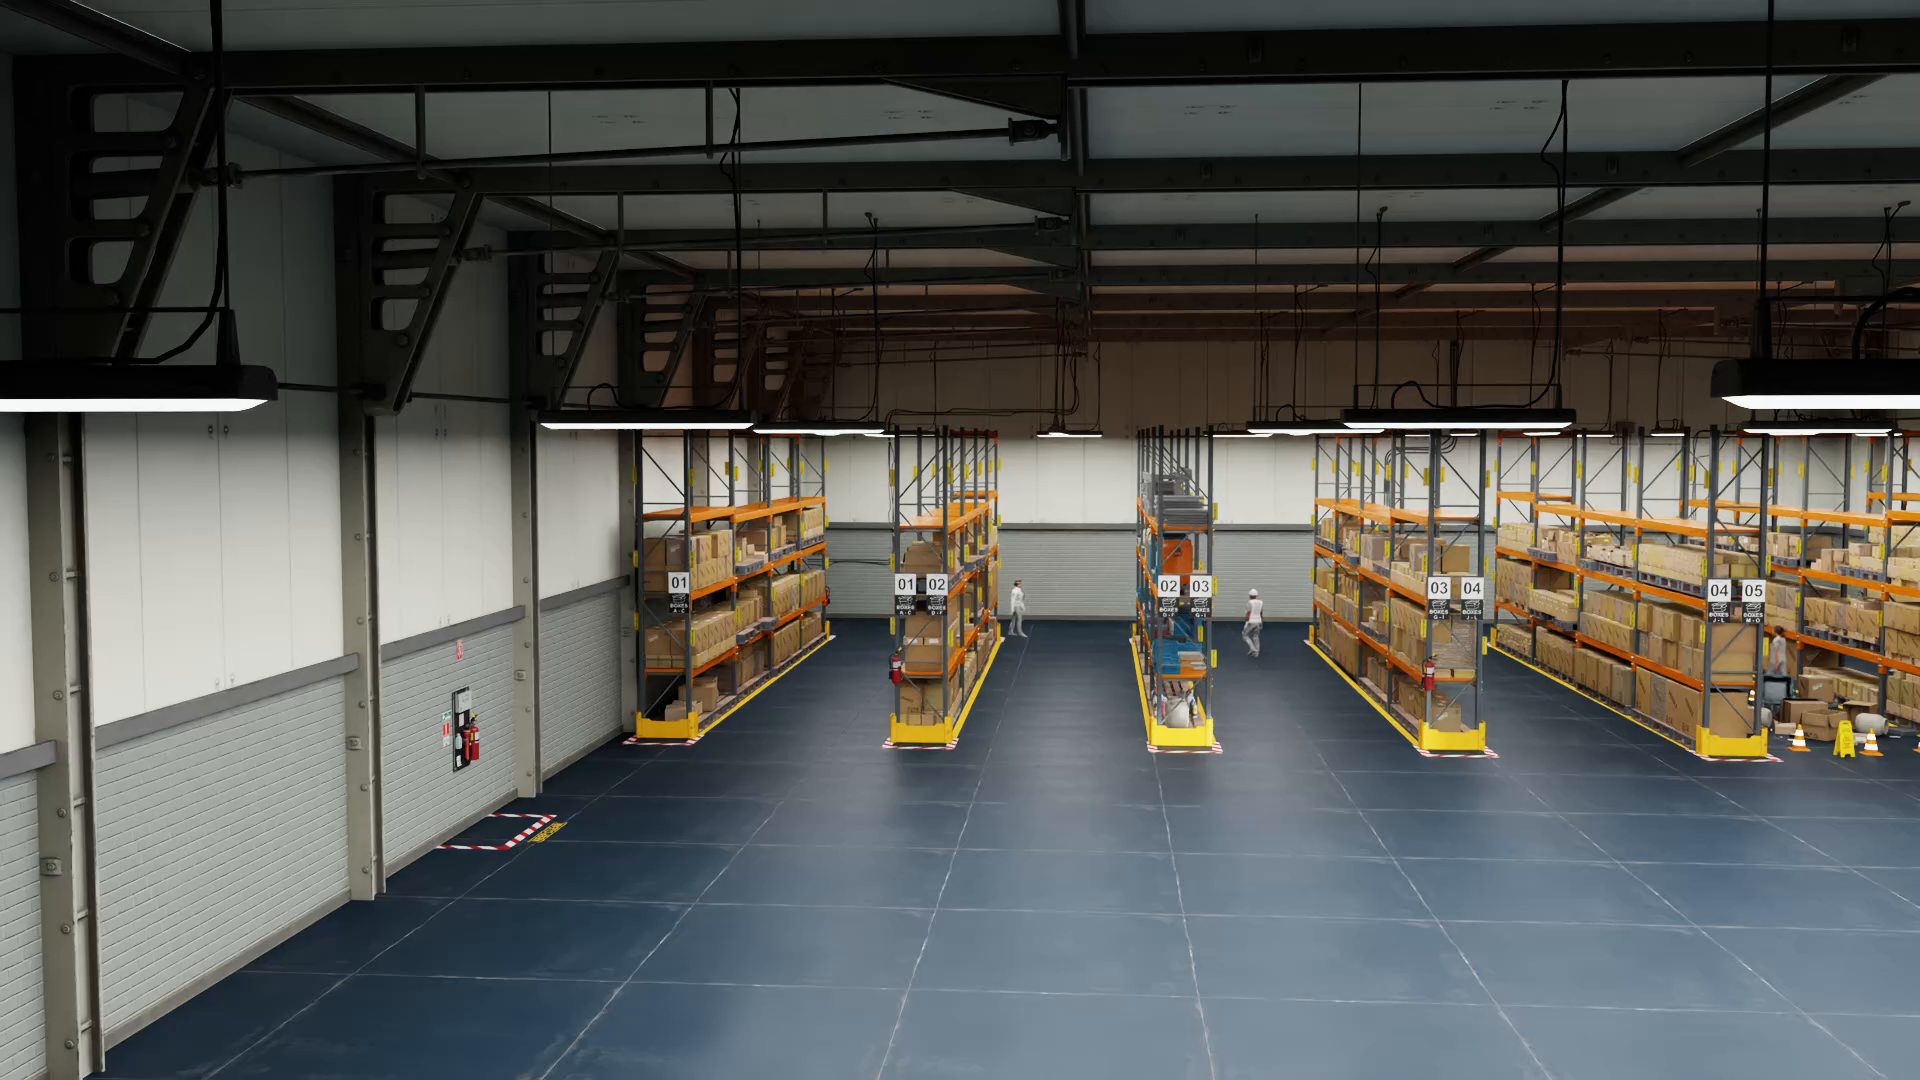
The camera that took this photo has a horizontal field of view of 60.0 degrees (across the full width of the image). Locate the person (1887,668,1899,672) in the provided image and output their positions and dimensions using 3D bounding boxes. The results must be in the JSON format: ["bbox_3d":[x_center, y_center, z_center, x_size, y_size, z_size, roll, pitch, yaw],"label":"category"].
[{"bbox_3d":[23.251,2.461,40.967,0.461,1.656,0.552,-1,4,-19],"label":"person"}]

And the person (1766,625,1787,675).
[{"bbox_3d":[17.948,2.721,36.449,0.439,1.697,0.683,-1,3,-9],"label":"person"}]

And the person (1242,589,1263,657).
[{"bbox_3d":[7.762,2.195,43.883,0.609,1.785,0.467,-2,4,-34],"label":"person"}]

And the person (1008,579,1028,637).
[{"bbox_3d":[1.714,1.981,48.525,0.612,1.677,0.523,1,4,19],"label":"person"}]
